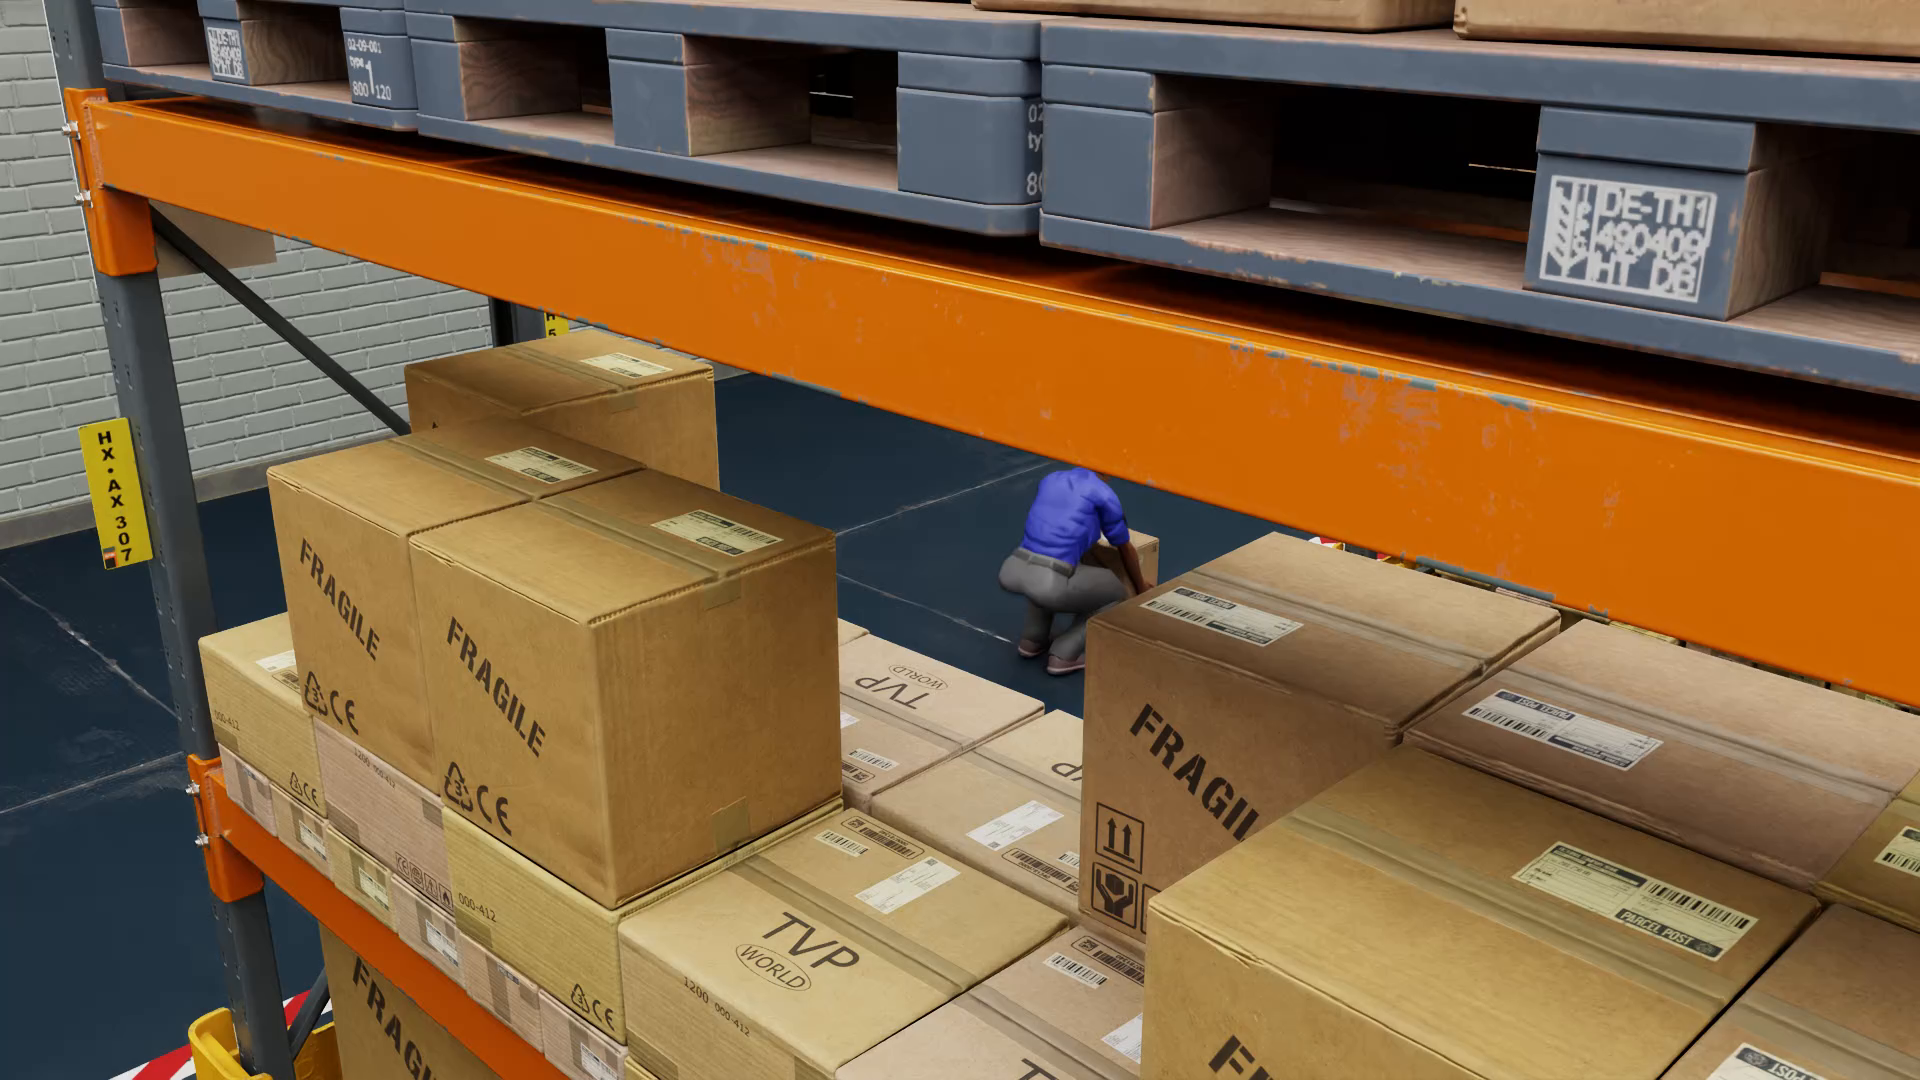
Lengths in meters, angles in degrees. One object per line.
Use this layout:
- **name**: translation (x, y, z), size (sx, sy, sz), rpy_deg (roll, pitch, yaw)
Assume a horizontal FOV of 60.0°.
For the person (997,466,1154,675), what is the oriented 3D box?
- **person**: translation (0.514, 0.062, 7.445), size (0.465, 0.951, 0.833), rpy_deg (18, 27, 40)
